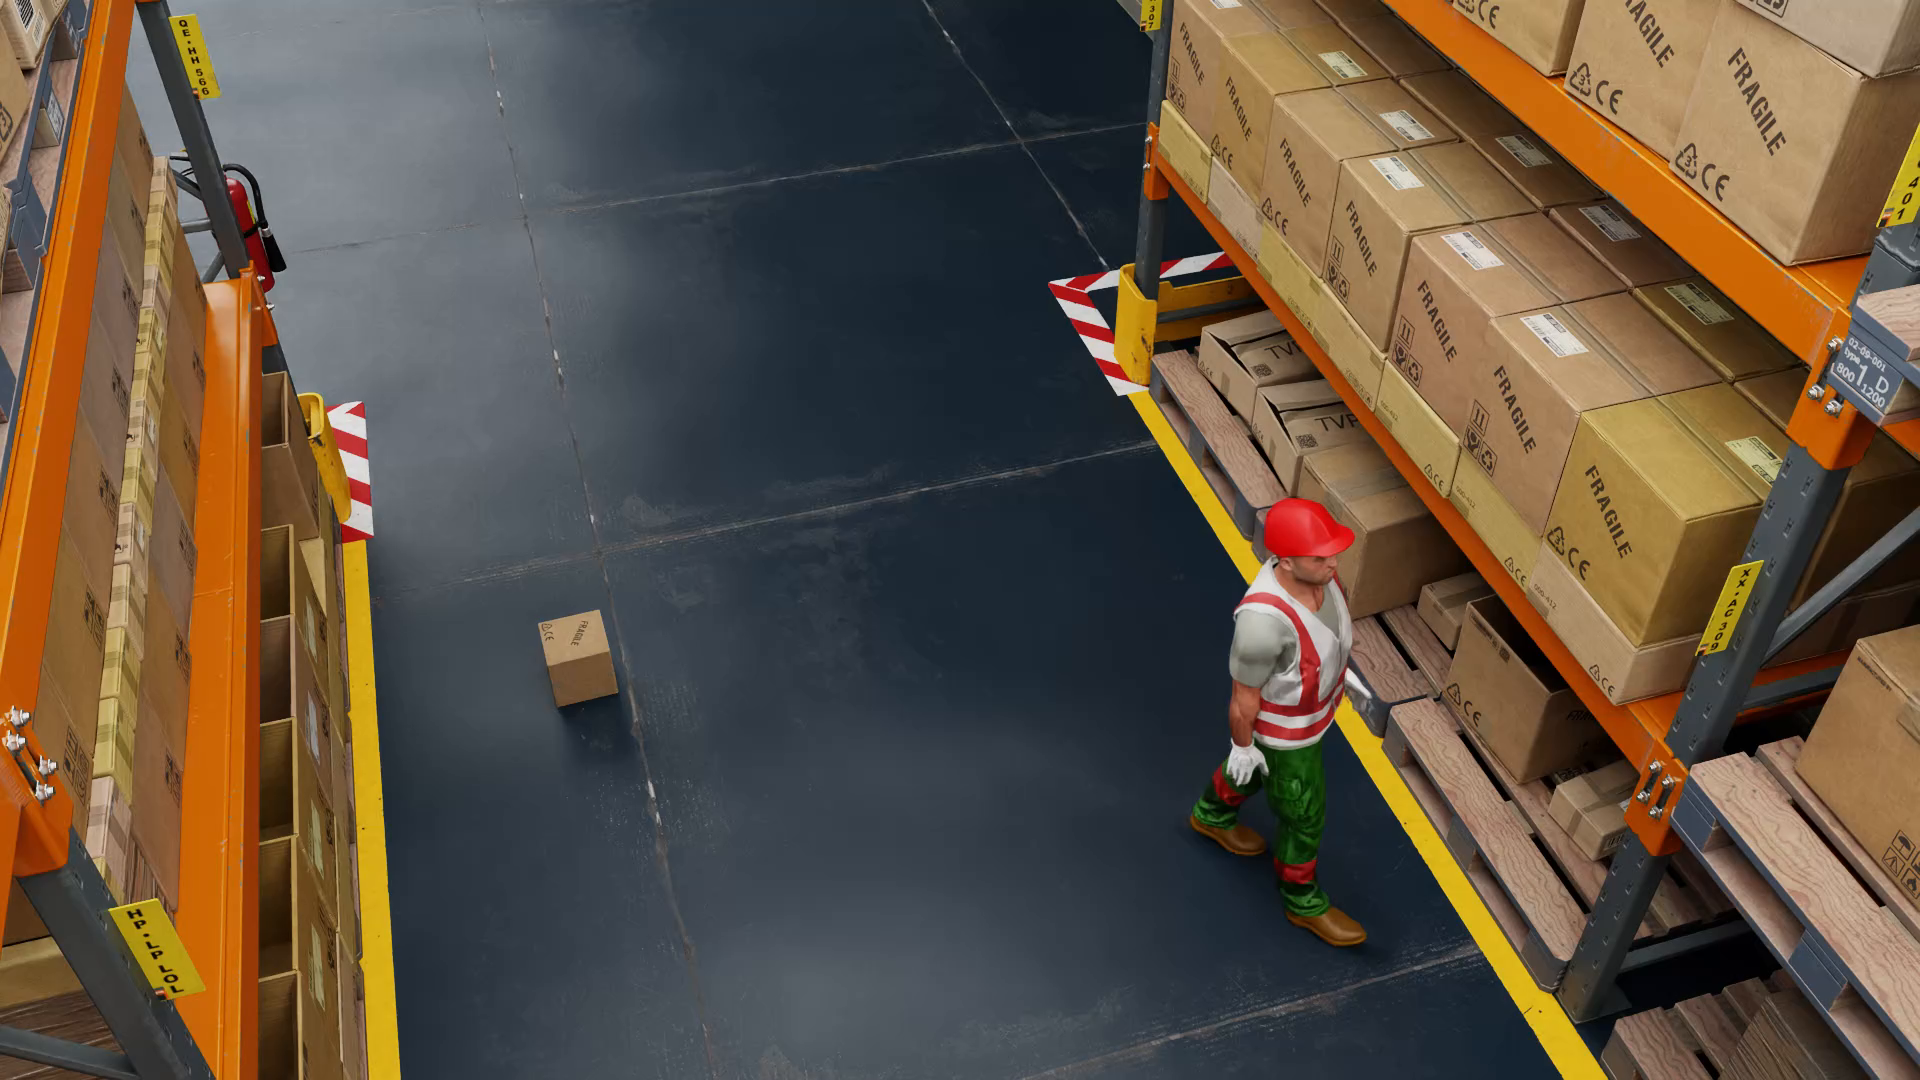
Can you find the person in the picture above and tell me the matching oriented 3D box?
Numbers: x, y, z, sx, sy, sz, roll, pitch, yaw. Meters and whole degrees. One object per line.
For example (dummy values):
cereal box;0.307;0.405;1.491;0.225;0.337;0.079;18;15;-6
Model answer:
person;1.155;0.588;5.501;0.755;1.779;0.544;20;46;21
